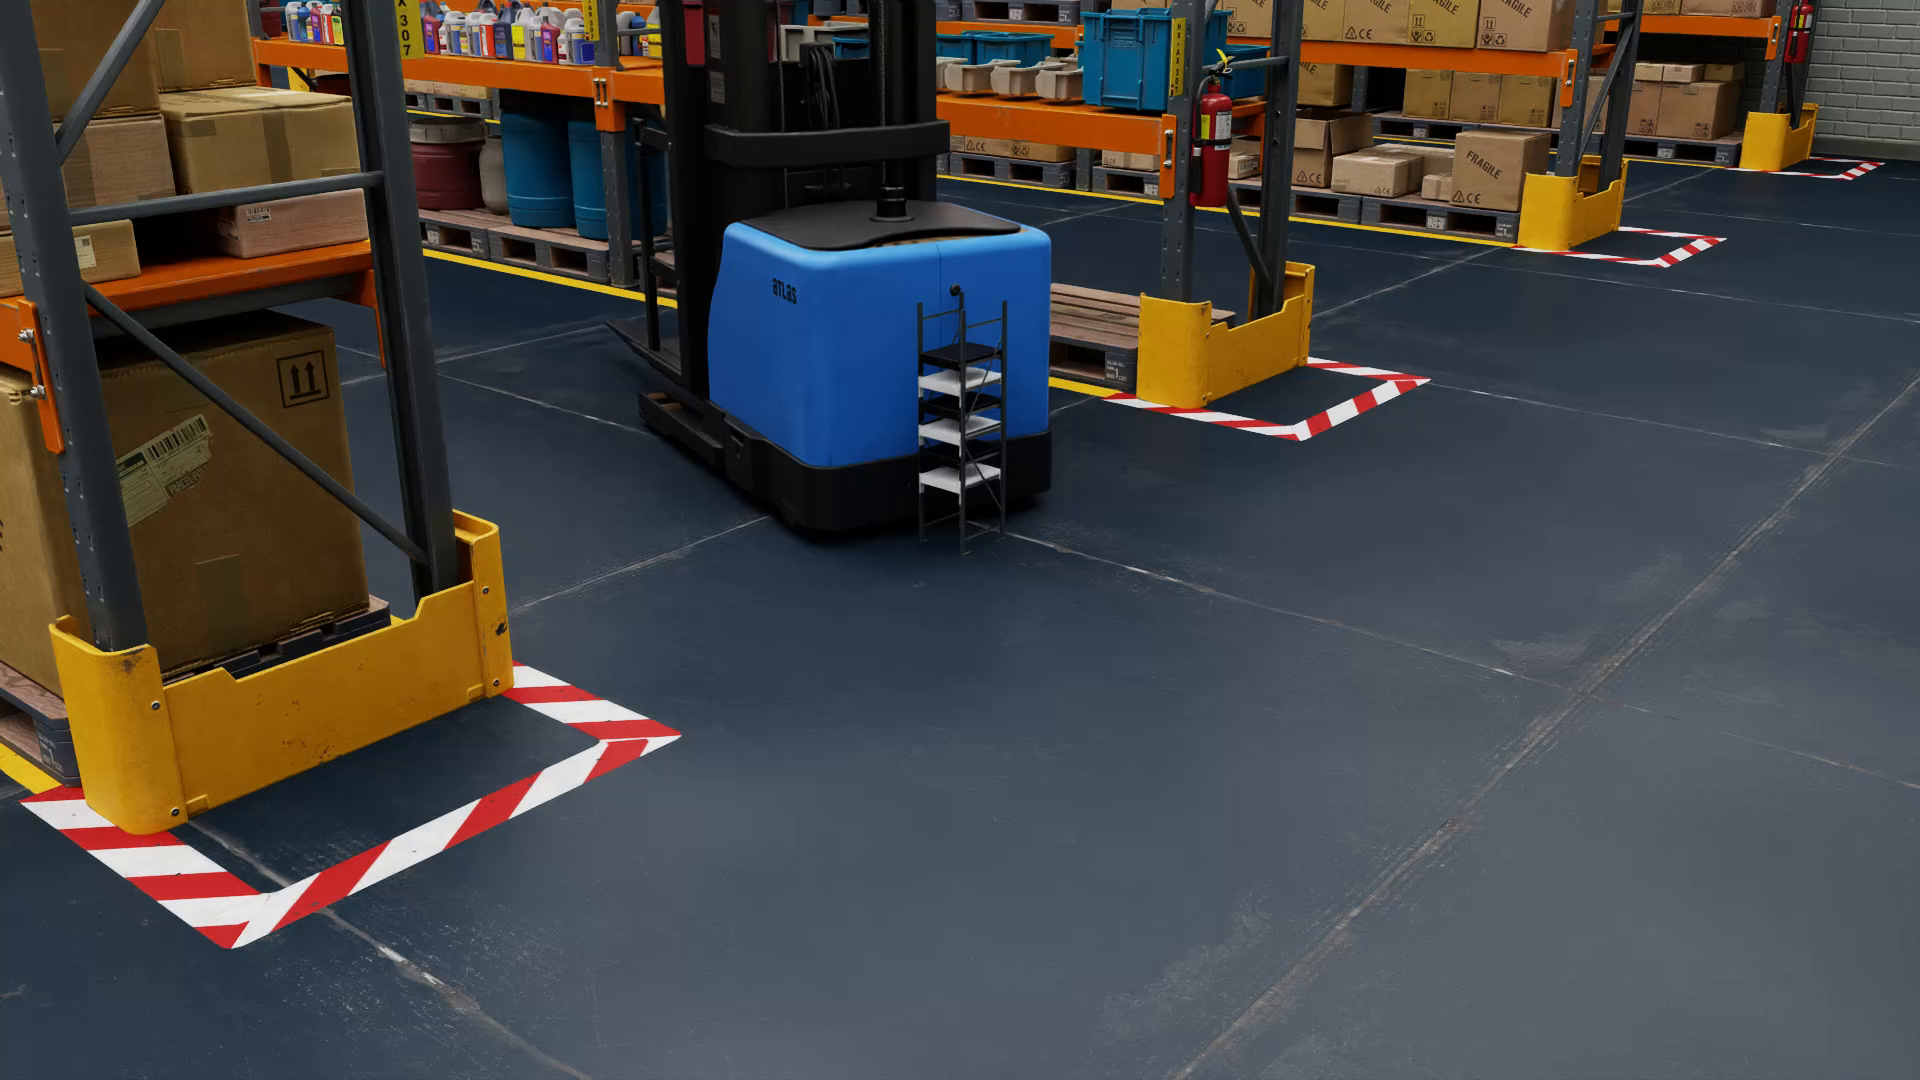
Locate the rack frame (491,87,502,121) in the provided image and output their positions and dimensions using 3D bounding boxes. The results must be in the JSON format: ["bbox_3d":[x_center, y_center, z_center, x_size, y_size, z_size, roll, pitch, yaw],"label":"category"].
[{"bbox_3d":[-4.867,-6.237,18.455,0.127,3.000,1.000,16,26,36],"label":"rack frame"}]

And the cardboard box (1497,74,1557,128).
[{"bbox_3d":[5.758,-4.411,16.560,0.500,0.500,0.700,17,26,37],"label":"cardboard box"}]

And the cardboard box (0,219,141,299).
[{"bbox_3d":[-2.321,-0.724,4.193,0.250,0.149,0.380,17,26,37],"label":"cardboard box"}]

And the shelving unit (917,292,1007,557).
[{"bbox_3d":[0.009,-0.417,5.998,0.210,0.900,0.258,18,27,39],"label":"shelving unit"}]

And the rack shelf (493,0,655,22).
[{"bbox_3d":[-3.318,-5.454,17.399,4.000,0.370,1.077,16,26,36],"label":"rack shelf"}]

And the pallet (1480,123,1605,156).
[{"bbox_3d":[5.949,-4.039,16.579,1.213,0.211,1.003,16,26,36],"label":"pallet"}]

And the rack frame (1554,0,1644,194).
[{"bbox_3d":[4.430,-3.559,11.355,0.127,3.000,1.000,16,26,36],"label":"rack frame"}]

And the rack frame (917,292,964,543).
[{"bbox_3d":[-0.067,-0.441,6.061,0.006,0.900,0.240,18,27,39],"label":"rack frame"}]

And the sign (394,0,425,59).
[{"bbox_3d":[-1.481,-1.445,4.409,0.005,0.325,0.100,16,26,36],"label":"sign"}]

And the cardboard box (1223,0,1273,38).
[{"bbox_3d":[2.338,-4.085,12.607,0.500,0.500,0.500,16,26,36],"label":"cardboard box"}]

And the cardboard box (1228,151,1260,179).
[{"bbox_3d":[2.196,-2.989,13.235,0.250,0.166,0.380,16,26,36],"label":"cardboard box"}]

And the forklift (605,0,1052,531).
[{"bbox_3d":[-0.794,-1.881,7.001,1.130,2.935,3.031,-11,23,-27],"label":"forklift"}]

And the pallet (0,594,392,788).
[{"bbox_3d":[-2.506,0.296,5.085,1.213,0.211,1.003,16,26,36],"label":"pallet"}]

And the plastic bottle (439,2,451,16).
[{"bbox_3d":[-3.762,-3.788,12.144,0.097,0.271,0.097,0,21,0],"label":"plastic bottle"}]

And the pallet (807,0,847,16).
[{"bbox_3d":[-1.199,-5.122,15.772,1.003,0.211,1.213,16,26,36],"label":"pallet"}]

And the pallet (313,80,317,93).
[{"bbox_3d":[-7.347,-5.665,20.891,1.213,0.211,1.003,16,26,36],"label":"pallet"}]

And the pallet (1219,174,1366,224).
[{"bbox_3d":[2.811,-2.721,13.086,1.213,0.211,1.003,16,26,36],"label":"pallet"}]

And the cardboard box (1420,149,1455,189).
[{"bbox_3d":[3.800,-2.789,12.586,0.500,0.250,0.500,16,26,36],"label":"cardboard box"}]

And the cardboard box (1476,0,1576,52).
[{"bbox_3d":[3.911,-3.632,11.405,0.500,0.500,0.500,17,27,38],"label":"cardboard box"}]

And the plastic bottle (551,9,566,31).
[{"bbox_3d":[-2.735,-3.413,11.143,0.135,0.276,0.152,16,26,36],"label":"plastic bottle"}]

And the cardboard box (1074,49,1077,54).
[{"bbox_3d":[1.848,-5.690,19.457,0.750,0.750,0.750,16,26,36],"label":"cardboard box"}]

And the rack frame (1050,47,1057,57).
[{"bbox_3d":[1.361,-6.699,19.682,0.127,3.000,1.000,16,26,36],"label":"rack frame"}]

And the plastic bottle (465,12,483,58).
[{"bbox_3d":[-3.092,-3.264,10.748,0.135,0.276,0.152,16,26,36],"label":"plastic bottle"}]

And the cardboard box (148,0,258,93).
[{"bbox_3d":[-2.426,-1.564,4.794,0.500,0.500,0.500,15,26,35],"label":"cardboard box"}]

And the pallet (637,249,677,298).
[{"bbox_3d":[-1.210,-1.640,10.219,1.213,0.211,1.003,16,26,36],"label":"pallet"}]

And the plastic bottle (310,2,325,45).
[{"bbox_3d":[-4.546,-3.666,11.803,0.133,0.283,0.061,16,26,36],"label":"plastic bottle"}]

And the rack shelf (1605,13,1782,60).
[{"bbox_3d":[6.009,-5.024,16.259,4.000,0.370,1.077,16,26,36],"label":"rack shelf"}]

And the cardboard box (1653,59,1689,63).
[{"bbox_3d":[6.784,-4.513,15.913,0.250,0.149,0.380,16,26,36],"label":"cardboard box"}]

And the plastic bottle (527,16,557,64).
[{"bbox_3d":[-2.597,-3.121,10.370,0.135,0.276,0.152,16,26,36],"label":"plastic bottle"}]

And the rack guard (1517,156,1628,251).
[{"bbox_3d":[4.371,-2.407,11.841,0.348,0.500,1.175,16,26,36],"label":"rack guard"}]

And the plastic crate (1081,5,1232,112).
[{"bbox_3d":[0.917,-2.274,7.813,0.499,0.435,0.616,16,26,36],"label":"plastic crate"}]

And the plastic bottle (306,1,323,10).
[{"bbox_3d":[-4.676,-3.790,12.142,0.135,0.276,0.152,16,26,36],"label":"plastic bottle"}]

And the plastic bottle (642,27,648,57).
[{"bbox_3d":[-2.023,-3.254,10.829,0.097,0.201,0.097,0,21,0],"label":"plastic bottle"}]

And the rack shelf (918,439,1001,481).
[{"bbox_3d":[0.009,-0.301,6.041,0.200,0.077,0.258,18,27,39],"label":"rack shelf"}]

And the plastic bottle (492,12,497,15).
[{"bbox_3d":[-3.027,-3.300,10.851,0.097,0.271,0.097,0,21,0],"label":"plastic bottle"}]

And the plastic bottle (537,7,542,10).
[{"bbox_3d":[-2.891,-3.537,11.480,0.097,0.271,0.097,0,21,0],"label":"plastic bottle"}]

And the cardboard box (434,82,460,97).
[{"bbox_3d":[-5.746,-5.304,19.285,0.500,0.250,0.500,16,26,36],"label":"cardboard box"}]

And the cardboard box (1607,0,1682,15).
[{"bbox_3d":[6.587,-5.325,15.612,0.700,0.700,0.980,16,26,36],"label":"cardboard box"}]

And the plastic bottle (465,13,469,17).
[{"bbox_3d":[-3.535,-3.690,11.984,0.097,0.201,0.097,0,21,0],"label":"plastic bottle"}]

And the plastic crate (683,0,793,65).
[{"bbox_3d":[-1.271,-2.889,9.402,0.583,0.464,0.402,16,26,36],"label":"plastic crate"}]

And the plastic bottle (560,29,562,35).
[{"bbox_3d":[-2.486,-3.070,10.339,0.097,0.201,0.097,0,21,0],"label":"plastic bottle"}]

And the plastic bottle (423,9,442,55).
[{"bbox_3d":[-3.480,-3.358,10.988,0.133,0.283,0.061,16,26,36],"label":"plastic bottle"}]

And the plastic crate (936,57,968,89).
[{"bbox_3d":[-0.139,-2.428,8.645,0.250,0.136,0.298,16,26,36],"label":"plastic crate"}]

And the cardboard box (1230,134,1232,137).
[{"bbox_3d":[1.951,-3.438,13.954,0.500,0.500,0.500,16,26,36],"label":"cardboard box"}]

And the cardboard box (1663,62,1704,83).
[{"bbox_3d":[6.739,-4.352,15.487,0.250,0.149,0.380,16,26,36],"label":"cardboard box"}]

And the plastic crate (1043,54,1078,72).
[{"bbox_3d":[0.590,-2.501,8.839,0.298,0.136,0.250,16,26,36],"label":"plastic crate"}]

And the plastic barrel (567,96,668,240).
[{"bbox_3d":[-2.215,-2.439,10.764,0.708,0.901,0.600,16,26,36],"label":"plastic barrel"}]

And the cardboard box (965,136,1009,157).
[{"bbox_3d":[0.389,-3.632,14.468,0.500,0.500,0.500,16,26,36],"label":"cardboard box"}]

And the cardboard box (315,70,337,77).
[{"bbox_3d":[-7.691,-5.858,20.754,0.500,0.250,0.500,16,26,36],"label":"cardboard box"}]
